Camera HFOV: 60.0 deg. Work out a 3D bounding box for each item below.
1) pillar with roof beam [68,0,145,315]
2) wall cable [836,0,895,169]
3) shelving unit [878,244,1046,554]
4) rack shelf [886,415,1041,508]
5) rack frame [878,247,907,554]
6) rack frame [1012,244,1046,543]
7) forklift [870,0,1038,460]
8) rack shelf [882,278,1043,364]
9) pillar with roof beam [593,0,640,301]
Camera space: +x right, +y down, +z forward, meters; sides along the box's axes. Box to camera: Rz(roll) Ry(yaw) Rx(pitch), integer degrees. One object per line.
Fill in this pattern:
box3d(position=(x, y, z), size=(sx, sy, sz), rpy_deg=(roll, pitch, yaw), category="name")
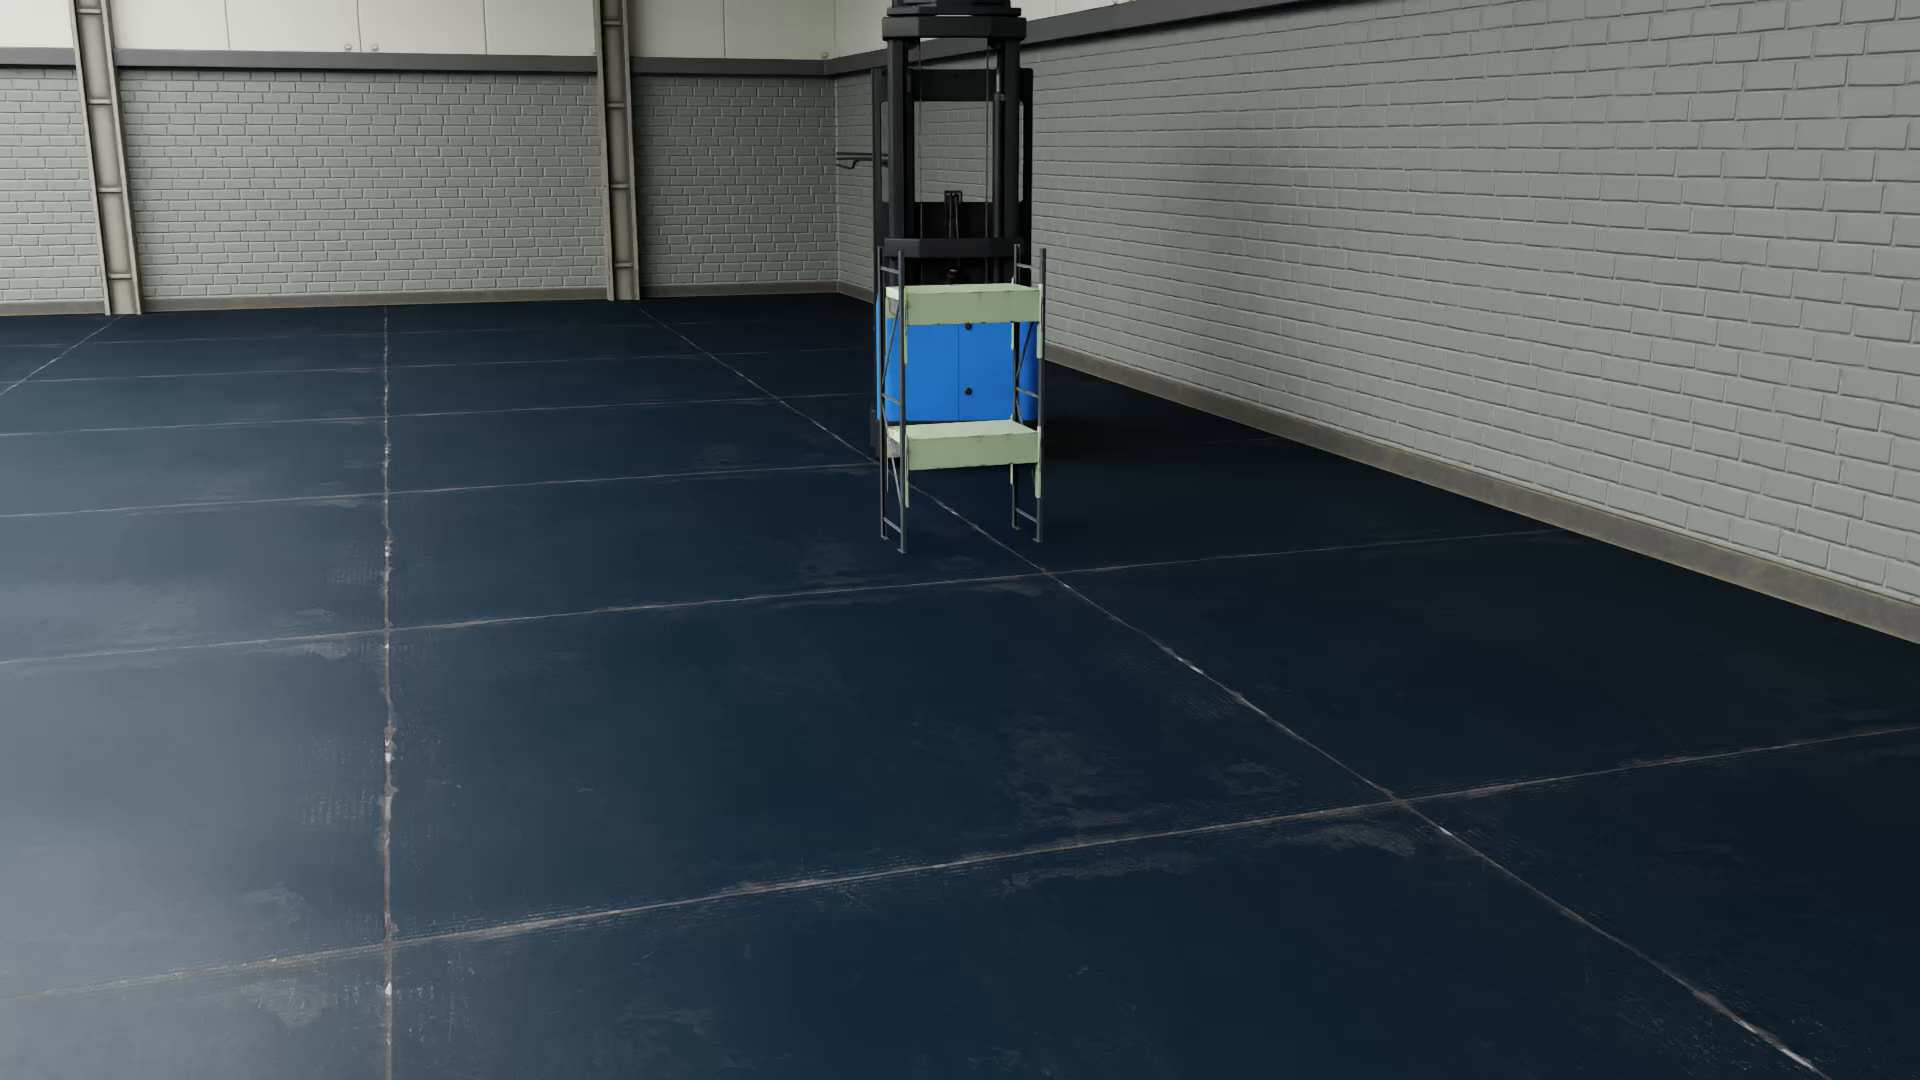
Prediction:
box3d(position=(-8.783, -6.191, 15.223), size=(0.400, 9.000, 9.100), rpy_deg=(-4, 14, -18), category="pillar with roof beam")
box3d(position=(-1.255, -5.994, 21.108), size=(0.112, 2.526, 3.097), rpy_deg=(-4, 14, -18), category="wall cable")
box3d(position=(0.006, -0.730, 8.471), size=(0.755, 1.500, 0.431), rpy_deg=(-4, 14, -18), category="shelving unit")
box3d(position=(0.006, -0.413, 8.547), size=(0.720, 0.370, 0.431), rpy_deg=(-4, 14, -18), category="rack shelf")
box3d(position=(-0.341, -0.703, 8.358), size=(0.023, 1.500, 0.400), rpy_deg=(-4, 14, -18), category="rack frame")
box3d(position=(0.353, -0.757, 8.585), size=(0.023, 1.500, 0.400), rpy_deg=(-4, 14, -18), category="rack frame")
box3d(position=(-0.063, -2.216, 11.624), size=(1.130, 2.935, 3.031), rpy_deg=(0, 13, -2), category="forklift")
box3d(position=(0.006, -1.110, 8.381), size=(0.720, 0.370, 0.431), rpy_deg=(-4, 14, -18), category="rack shelf")
box3d(position=(-3.096, -6.633, 17.084), size=(0.400, 9.000, 9.100), rpy_deg=(-4, 14, -18), category="pillar with roof beam")
